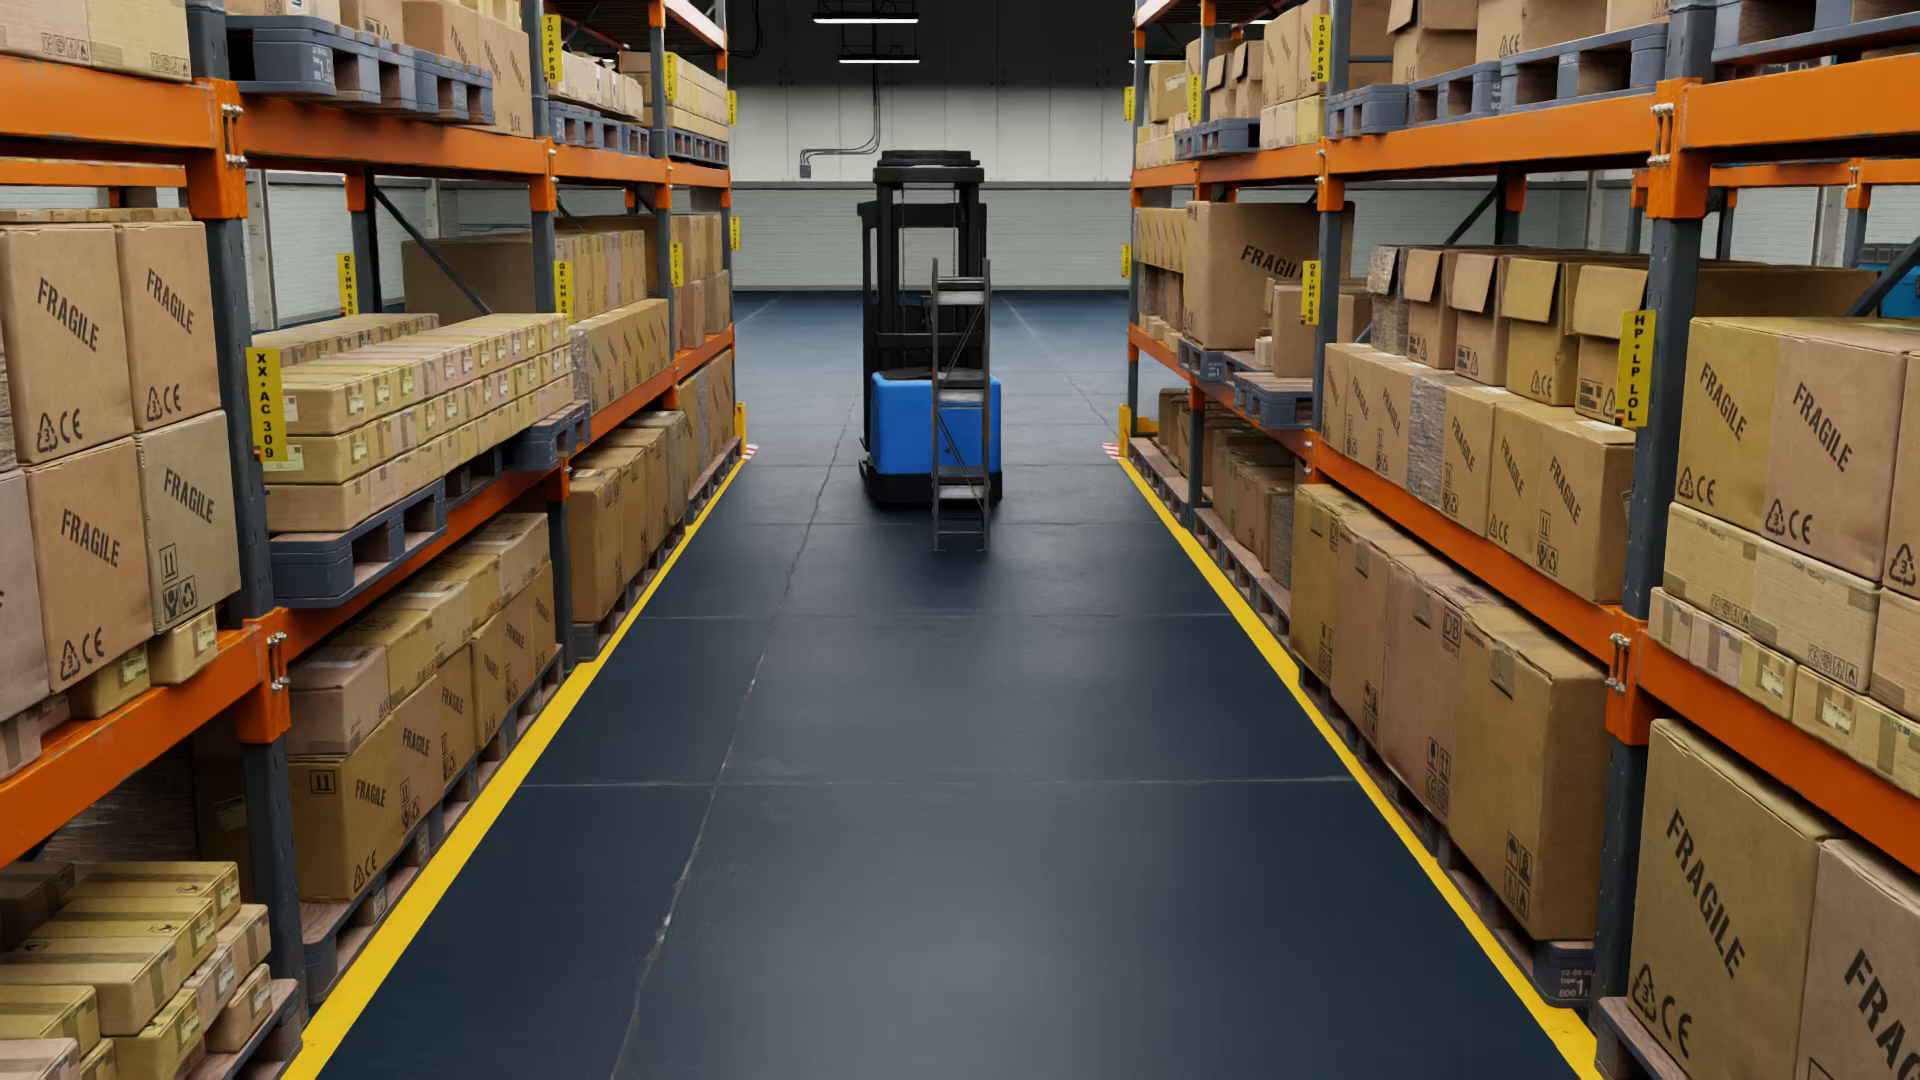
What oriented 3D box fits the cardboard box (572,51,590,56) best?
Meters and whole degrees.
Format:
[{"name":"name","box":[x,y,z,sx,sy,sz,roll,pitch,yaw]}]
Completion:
[{"name":"cardboard box","box":[-3.010,-3.611,12.587,0.380,0.149,0.250,0,11,-2]}]

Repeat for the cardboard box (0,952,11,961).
[{"name":"cardboard box","box":[-2.736,1.212,4.405,0.380,0.149,0.250,0,11,-1]}]

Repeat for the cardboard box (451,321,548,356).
[{"name":"cardboard box","box":[-2.124,-0.928,7.670,0.380,0.149,0.250,0,11,1]}]

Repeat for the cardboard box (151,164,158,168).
[{"name":"cardboard box","box":[-7.478,-3.426,14.988,0.380,0.149,0.250,0,11,-1]}]

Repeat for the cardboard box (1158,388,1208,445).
[{"name":"cardboard box","box":[2.191,-1.199,16.154,0.500,0.500,0.500,2,12,9]}]

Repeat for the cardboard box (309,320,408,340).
[{"name":"cardboard box","box":[-2.776,-0.931,7.683,0.380,0.149,0.250,0,11,-1]}]

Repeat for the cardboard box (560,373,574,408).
[{"name":"cardboard box","box":[-2.131,-0.738,8.229,0.380,0.149,0.250,0,11,0]}]

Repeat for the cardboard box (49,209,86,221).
[{"name":"cardboard box","box":[-7.412,-2.381,13.237,0.700,0.500,0.500,0,11,-1]}]

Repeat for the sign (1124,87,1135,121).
[{"name":"sign","box":[1.652,-4.238,16.163,0.100,0.325,0.005,0,11,-1]}]

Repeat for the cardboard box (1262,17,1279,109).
[{"name":"cardboard box","box":[2.084,-2.810,9.813,0.500,0.500,0.500,0,11,0]}]

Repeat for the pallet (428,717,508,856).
[{"name":"pallet","box":[-2.564,1.012,7.039,1.003,0.211,1.213,0,11,-1]}]

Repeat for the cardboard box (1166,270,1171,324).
[{"name":"cardboard box","box":[2.275,-2.130,14.512,0.875,0.500,0.500,0,11,-1]}]

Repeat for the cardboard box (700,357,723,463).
[{"name":"cardboard box","box":[-2.666,-1.197,15.202,0.875,0.875,0.875,0,11,-2]}]

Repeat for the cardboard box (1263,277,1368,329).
[{"name":"cardboard box","box":[2.405,-1.459,10.892,0.797,0.503,0.637,1,12,5]}]

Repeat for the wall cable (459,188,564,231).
[{"name":"wall cable","box":[-12.921,-10.111,47.575,3.097,2.526,0.112,0,11,-1]}]

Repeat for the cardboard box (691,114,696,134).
[{"name":"cardboard box","box":[-2.374,-3.424,13.674,0.380,0.149,0.250,0,11,-2]}]

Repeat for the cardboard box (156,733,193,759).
[{"name":"cardboard box","box":[-2.787,0.548,5.657,0.500,0.250,0.500,-1,11,-3]}]

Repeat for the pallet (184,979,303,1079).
[{"name":"pallet","box":[-2.469,1.543,4.420,1.003,0.211,1.213,0,11,-1]}]

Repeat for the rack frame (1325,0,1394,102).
[{"name":"rack frame","box":[2.360,-3.692,8.124,1.000,3.000,0.127,0,11,-1]}]

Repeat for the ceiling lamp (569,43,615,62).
[{"name":"ceiling lamp","box":[-9.354,-13.154,40.082,2.000,3.185,0.800,0,11,-1]}]

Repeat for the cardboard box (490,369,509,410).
[{"name":"cardboard box","box":[-2.107,-0.627,6.934,0.380,0.149,0.250,0,11,0]}]

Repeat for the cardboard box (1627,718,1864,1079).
[{"name":"cardboard box","box":[2.376,1.010,4.323,0.875,0.875,0.875,0,11,-1]}]

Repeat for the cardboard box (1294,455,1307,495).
[{"name":"cardboard box","box":[2.295,-0.348,10.027,0.500,0.250,0.500,1,12,5]}]

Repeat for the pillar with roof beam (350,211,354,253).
[{"name":"pillar with roof beam","box":[-9.754,-9.867,38.561,9.100,9.000,0.548,0,11,-1]}]

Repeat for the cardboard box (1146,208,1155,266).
[{"name":"cardboard box","box":[1.949,-2.718,14.896,0.500,0.500,0.500,0,11,-1]}]

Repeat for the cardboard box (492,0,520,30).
[{"name":"cardboard box","box":[-2.333,-2.566,7.944,0.396,0.266,0.258,0,11,-1]}]

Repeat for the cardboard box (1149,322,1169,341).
[{"name":"cardboard box","box":[1.896,-1.863,14.829,0.380,0.149,0.250,0,11,-1]}]

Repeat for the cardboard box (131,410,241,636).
[{"name":"cardboard box","box":[-2.226,-0.056,4.292,0.500,0.500,0.500,0,11,-1]}]

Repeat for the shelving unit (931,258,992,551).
[{"name":"shelving unit","box":[0.003,-0.996,12.188,0.431,2.100,0.503,0,11,-1]}]

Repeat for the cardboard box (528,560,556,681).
[{"name":"cardboard box","box":[-2.326,0.397,8.287,0.500,0.500,0.500,0,11,-1]}]

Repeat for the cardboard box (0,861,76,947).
[{"name":"cardboard box","box":[-2.718,1.013,4.641,0.380,0.149,0.250,0,11,1]}]

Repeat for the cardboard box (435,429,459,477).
[{"name":"cardboard box","box":[-2.089,-0.325,6.191,0.380,0.149,0.250,-1,11,-4]}]

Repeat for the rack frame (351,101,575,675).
[{"name":"rack frame","box":[-2.601,-0.752,8.719,1.000,3.000,0.127,0,11,-1]}]

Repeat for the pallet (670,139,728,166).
[{"name":"pallet","box":[-2.741,-3.621,15.542,1.003,0.211,1.213,0,11,-1]}]

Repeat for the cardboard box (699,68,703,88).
[{"name":"cardboard box","box":[-2.383,-3.915,14.089,0.380,0.149,0.250,0,11,-1]}]

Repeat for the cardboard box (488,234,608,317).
[{"name":"cardboard box","box":[-2.636,-1.684,10.549,0.700,0.500,0.500,0,11,-2]}]

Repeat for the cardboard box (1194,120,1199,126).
[{"name":"cardboard box","box":[1.982,-3.202,12.630,0.380,0.149,0.250,0,11,1]}]

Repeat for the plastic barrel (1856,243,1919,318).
[{"name":"plastic barrel","box":[6.934,-1.735,12.306,0.600,0.901,0.708,0,11,-1]}]

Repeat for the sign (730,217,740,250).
[{"name":"sign","box":[-2.224,-3.025,16.417,0.100,0.325,0.005,0,11,-1]}]

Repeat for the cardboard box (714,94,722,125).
[{"name":"cardboard box","box":[-2.467,-3.943,15.229,0.500,0.250,0.500,0,11,-1]}]

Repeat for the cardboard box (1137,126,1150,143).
[{"name":"cardboard box","box":[1.878,-3.826,15.706,0.380,0.149,0.250,0,11,0]}]

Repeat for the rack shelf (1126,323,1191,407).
[{"name":"rack shelf","box":[2.236,-1.592,14.671,1.077,0.370,4.000,0,11,-1]}]

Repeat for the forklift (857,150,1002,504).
[{"name":"forklift","box":[-0.343,-1.982,14.956,1.130,2.935,3.031,-1,12,-7]}]

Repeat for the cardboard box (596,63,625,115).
[{"name":"cardboard box","box":[-2.428,-2.880,10.585,0.500,0.311,0.500,-1,11,-3]}]

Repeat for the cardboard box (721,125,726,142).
[{"name":"cardboard box","box":[-2.416,-3.829,15.667,0.380,0.149,0.250,0,11,-1]}]

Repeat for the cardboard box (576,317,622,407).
[{"name":"cardboard box","box":[-2.364,-1.092,10.147,0.500,0.500,0.500,0,11,-1]}]

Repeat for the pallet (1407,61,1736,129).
[{"name":"pallet","box":[2.452,-1.779,6.716,1.003,0.211,1.213,0,11,1]}]

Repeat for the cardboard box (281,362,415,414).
[{"name":"cardboard box","box":[-2.081,-0.517,5.644,0.380,0.149,0.250,0,11,-1]}]

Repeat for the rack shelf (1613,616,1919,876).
[{"name":"rack shelf","box":[2.484,0.793,2.913,1.077,0.370,4.000,0,11,-1]}]

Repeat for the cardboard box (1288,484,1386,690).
[{"name":"cardboard box","box":[2.353,0.221,8.214,1.225,0.875,0.875,-1,11,-4]}]

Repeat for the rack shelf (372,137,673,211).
[{"name":"rack shelf","box":[-2.642,-2.267,10.452,1.077,0.370,4.000,0,11,-1]}]

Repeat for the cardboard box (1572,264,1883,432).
[{"name":"cardboard box","box":[2.421,-0.624,5.318,0.797,0.503,0.637,-1,11,-3]}]

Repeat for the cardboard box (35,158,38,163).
[{"name":"cardboard box","box":[-7.457,-3.017,12.975,0.380,0.149,0.250,0,11,-1]}]

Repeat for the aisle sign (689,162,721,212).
[{"name":"aisle sign","box":[-2.468,-3.631,16.375,0.394,0.787,0.004,0,11,-1]}]

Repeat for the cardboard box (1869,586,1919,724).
[{"name":"cardboard box","box":[2.212,0.267,3.326,0.500,0.250,0.500,0,11,0]}]

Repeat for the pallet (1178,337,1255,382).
[{"name":"pallet","box":[2.148,-1.300,11.907,1.003,0.211,1.213,0,11,-1]}]
